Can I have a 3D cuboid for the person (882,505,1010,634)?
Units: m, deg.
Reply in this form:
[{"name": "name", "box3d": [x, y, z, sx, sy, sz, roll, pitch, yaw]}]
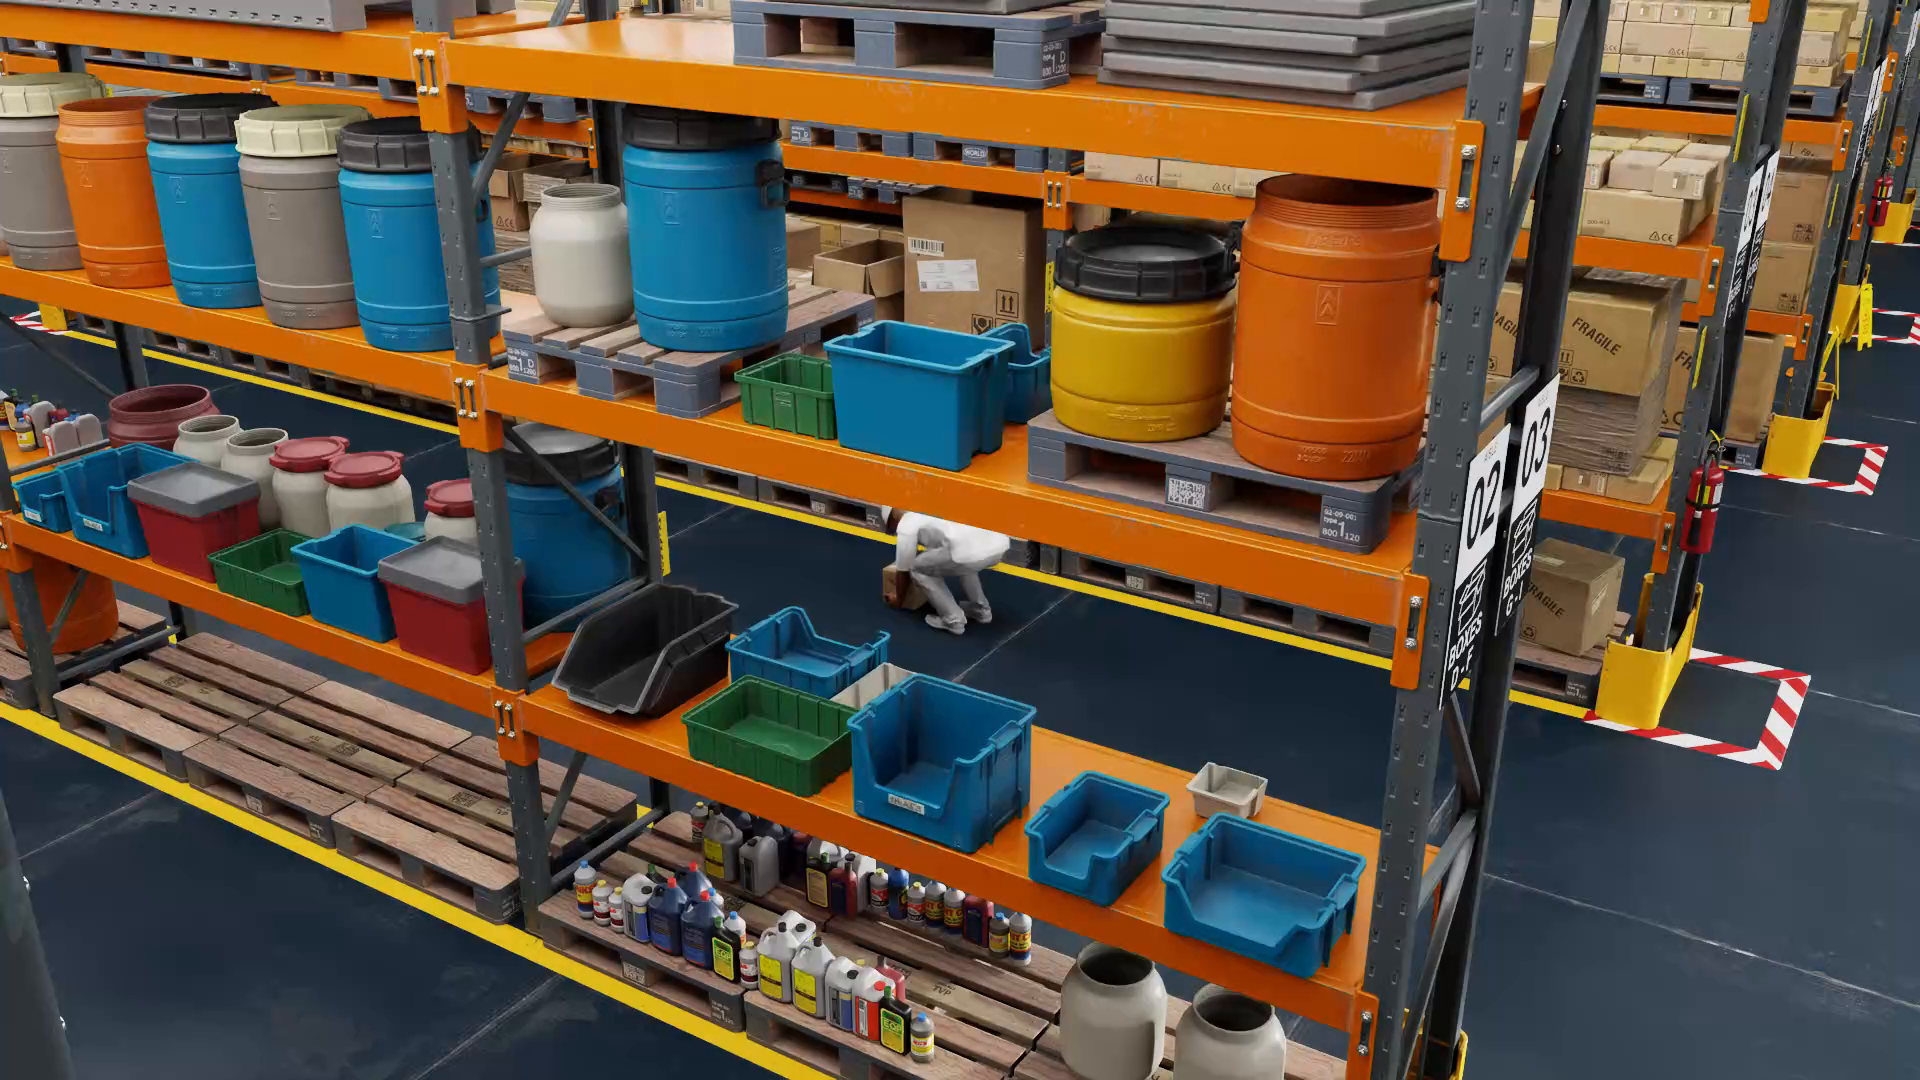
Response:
[{"name": "person", "box3d": [-0.137, 0.137, 10.986, 0.979, 0.832, 0.523, 21, 30, 40]}]
